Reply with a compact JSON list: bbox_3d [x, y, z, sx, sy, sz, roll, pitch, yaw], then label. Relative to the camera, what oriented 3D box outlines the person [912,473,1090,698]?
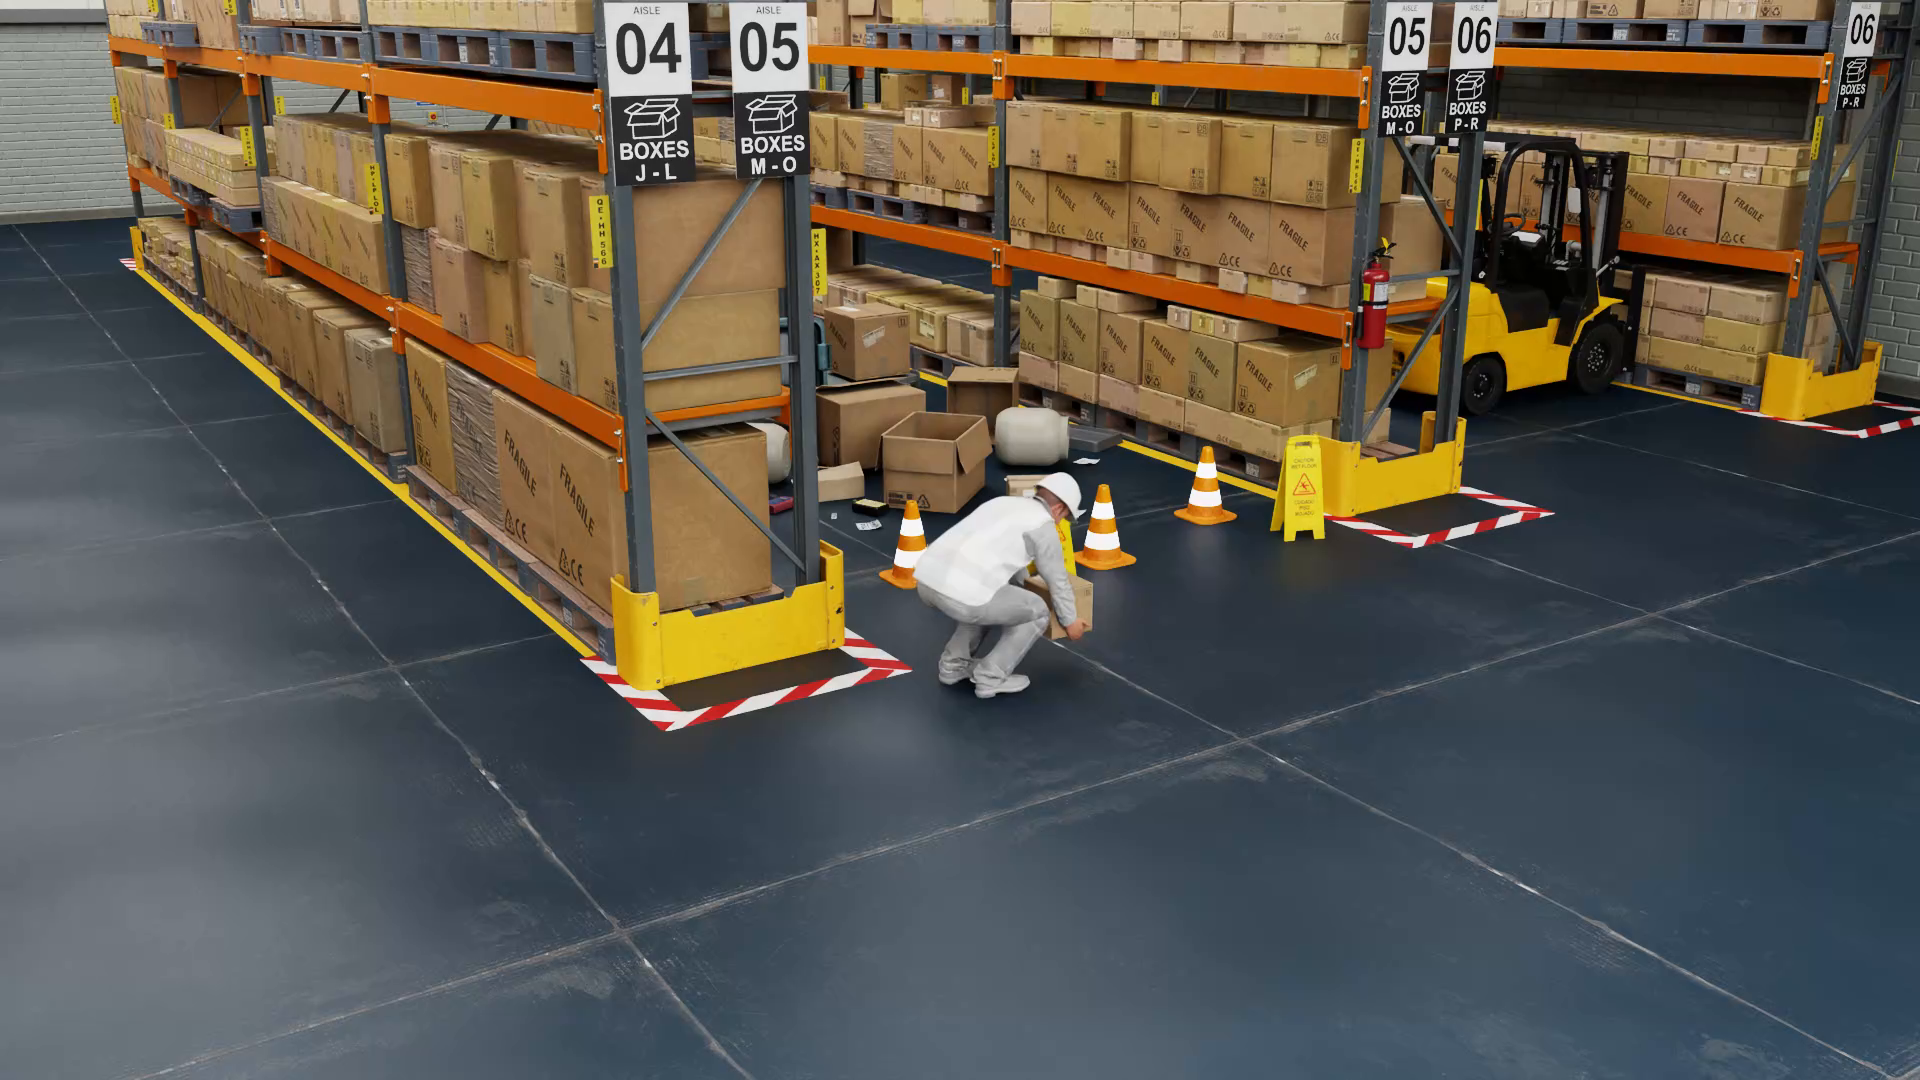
[{"bbox_3d":[0.214,0.217,8.115,0.934,0.997,0.500,-12,22,-33],"label":"person"}]
